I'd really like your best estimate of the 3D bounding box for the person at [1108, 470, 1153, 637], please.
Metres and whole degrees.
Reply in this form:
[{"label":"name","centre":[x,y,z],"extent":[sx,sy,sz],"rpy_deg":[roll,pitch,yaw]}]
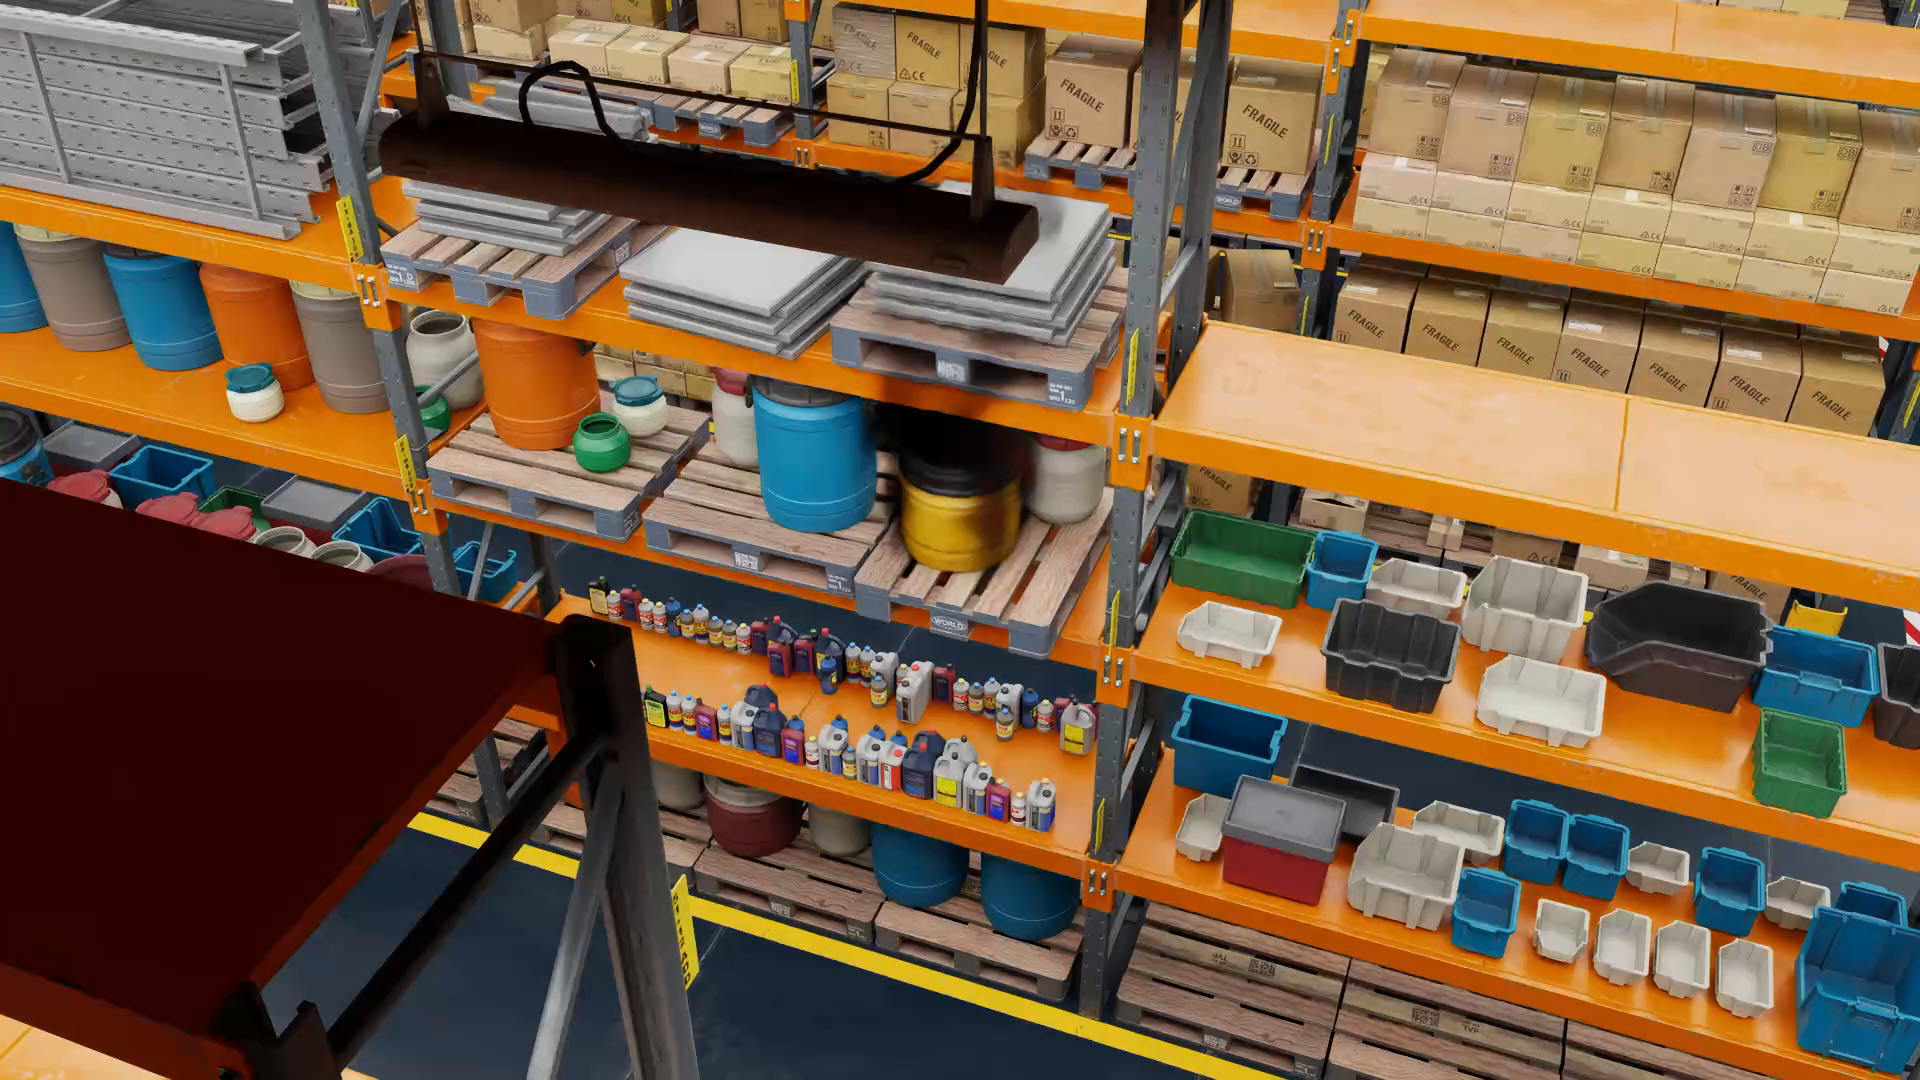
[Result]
[{"label":"person","centre":[1.152,0.091,11.810],"extent":[0.699,1.745,0.694],"rpy_deg":[8,37,10]}]
